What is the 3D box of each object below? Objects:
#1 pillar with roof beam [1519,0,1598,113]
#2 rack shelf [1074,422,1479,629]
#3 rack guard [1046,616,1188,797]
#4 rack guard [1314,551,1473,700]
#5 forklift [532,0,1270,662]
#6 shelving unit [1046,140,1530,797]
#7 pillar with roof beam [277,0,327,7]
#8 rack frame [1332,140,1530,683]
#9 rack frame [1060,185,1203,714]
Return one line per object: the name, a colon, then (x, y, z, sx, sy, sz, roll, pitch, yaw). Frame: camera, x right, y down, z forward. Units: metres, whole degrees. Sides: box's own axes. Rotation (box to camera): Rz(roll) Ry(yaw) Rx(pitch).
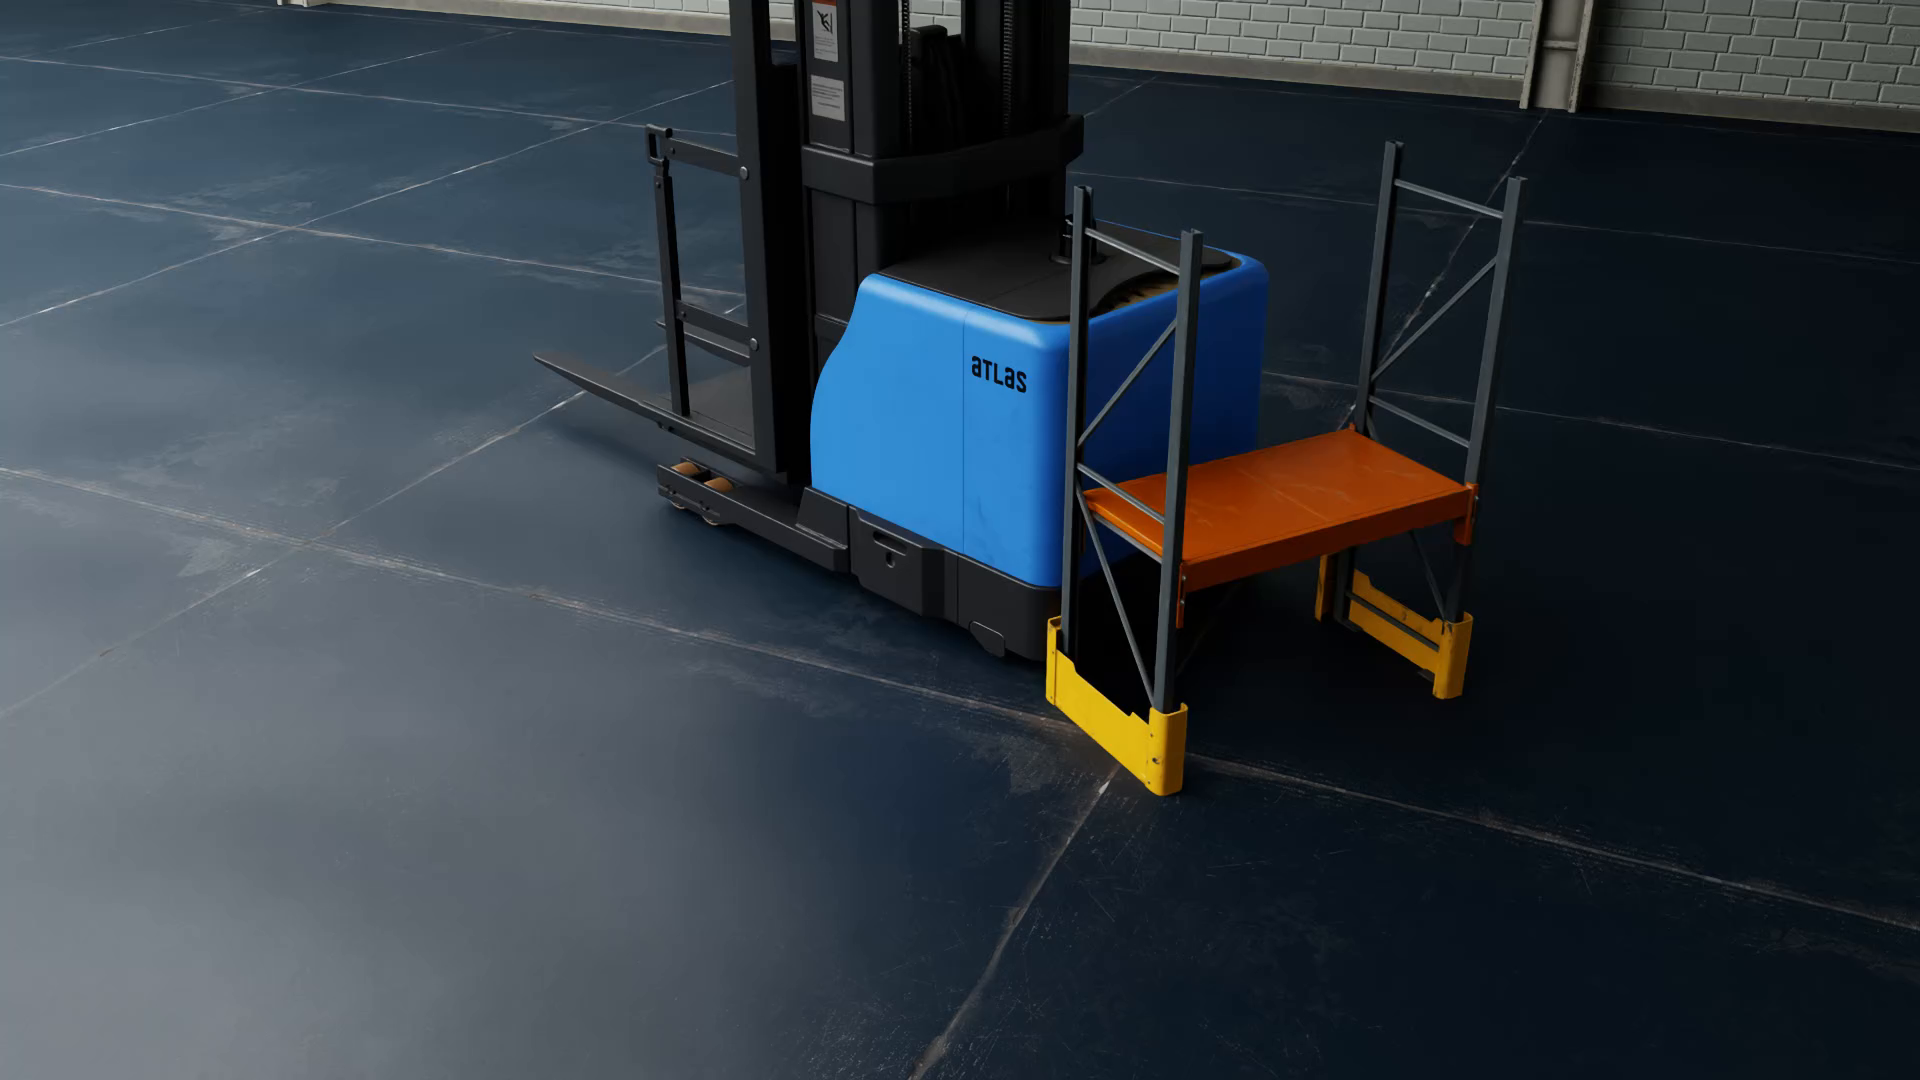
pillar with roof beam: (2.557, -5.495, 6.722, 0.400, 9.000, 9.100, 11, 28, 22)
rack shelf: (0.863, -0.063, 4.588, 1.000, 0.185, 0.538, -14, 29, -26)
rack guard: (0.419, 0.444, 4.565, 0.087, 0.250, 0.587, -14, 29, -26)
rack guard: (1.291, 0.231, 4.997, 0.087, 0.250, 0.587, -14, 29, -26)
forklift: (-0.441, -1.509, 5.496, 3.031, 2.935, 1.130, 24, 35, 39)
shelving unit: (0.855, -0.223, 4.505, 1.083, 1.500, 0.587, -14, 29, -26)
pillar with roof beam: (-8.366, -7.689, 11.179, 0.400, 9.000, 9.100, 11, 28, 22)
rack frame: (1.308, -0.333, 4.729, 0.032, 1.500, 0.500, -14, 29, -26)
rack frame: (0.418, -0.116, 4.288, 0.032, 1.500, 0.500, -14, 29, -26)
